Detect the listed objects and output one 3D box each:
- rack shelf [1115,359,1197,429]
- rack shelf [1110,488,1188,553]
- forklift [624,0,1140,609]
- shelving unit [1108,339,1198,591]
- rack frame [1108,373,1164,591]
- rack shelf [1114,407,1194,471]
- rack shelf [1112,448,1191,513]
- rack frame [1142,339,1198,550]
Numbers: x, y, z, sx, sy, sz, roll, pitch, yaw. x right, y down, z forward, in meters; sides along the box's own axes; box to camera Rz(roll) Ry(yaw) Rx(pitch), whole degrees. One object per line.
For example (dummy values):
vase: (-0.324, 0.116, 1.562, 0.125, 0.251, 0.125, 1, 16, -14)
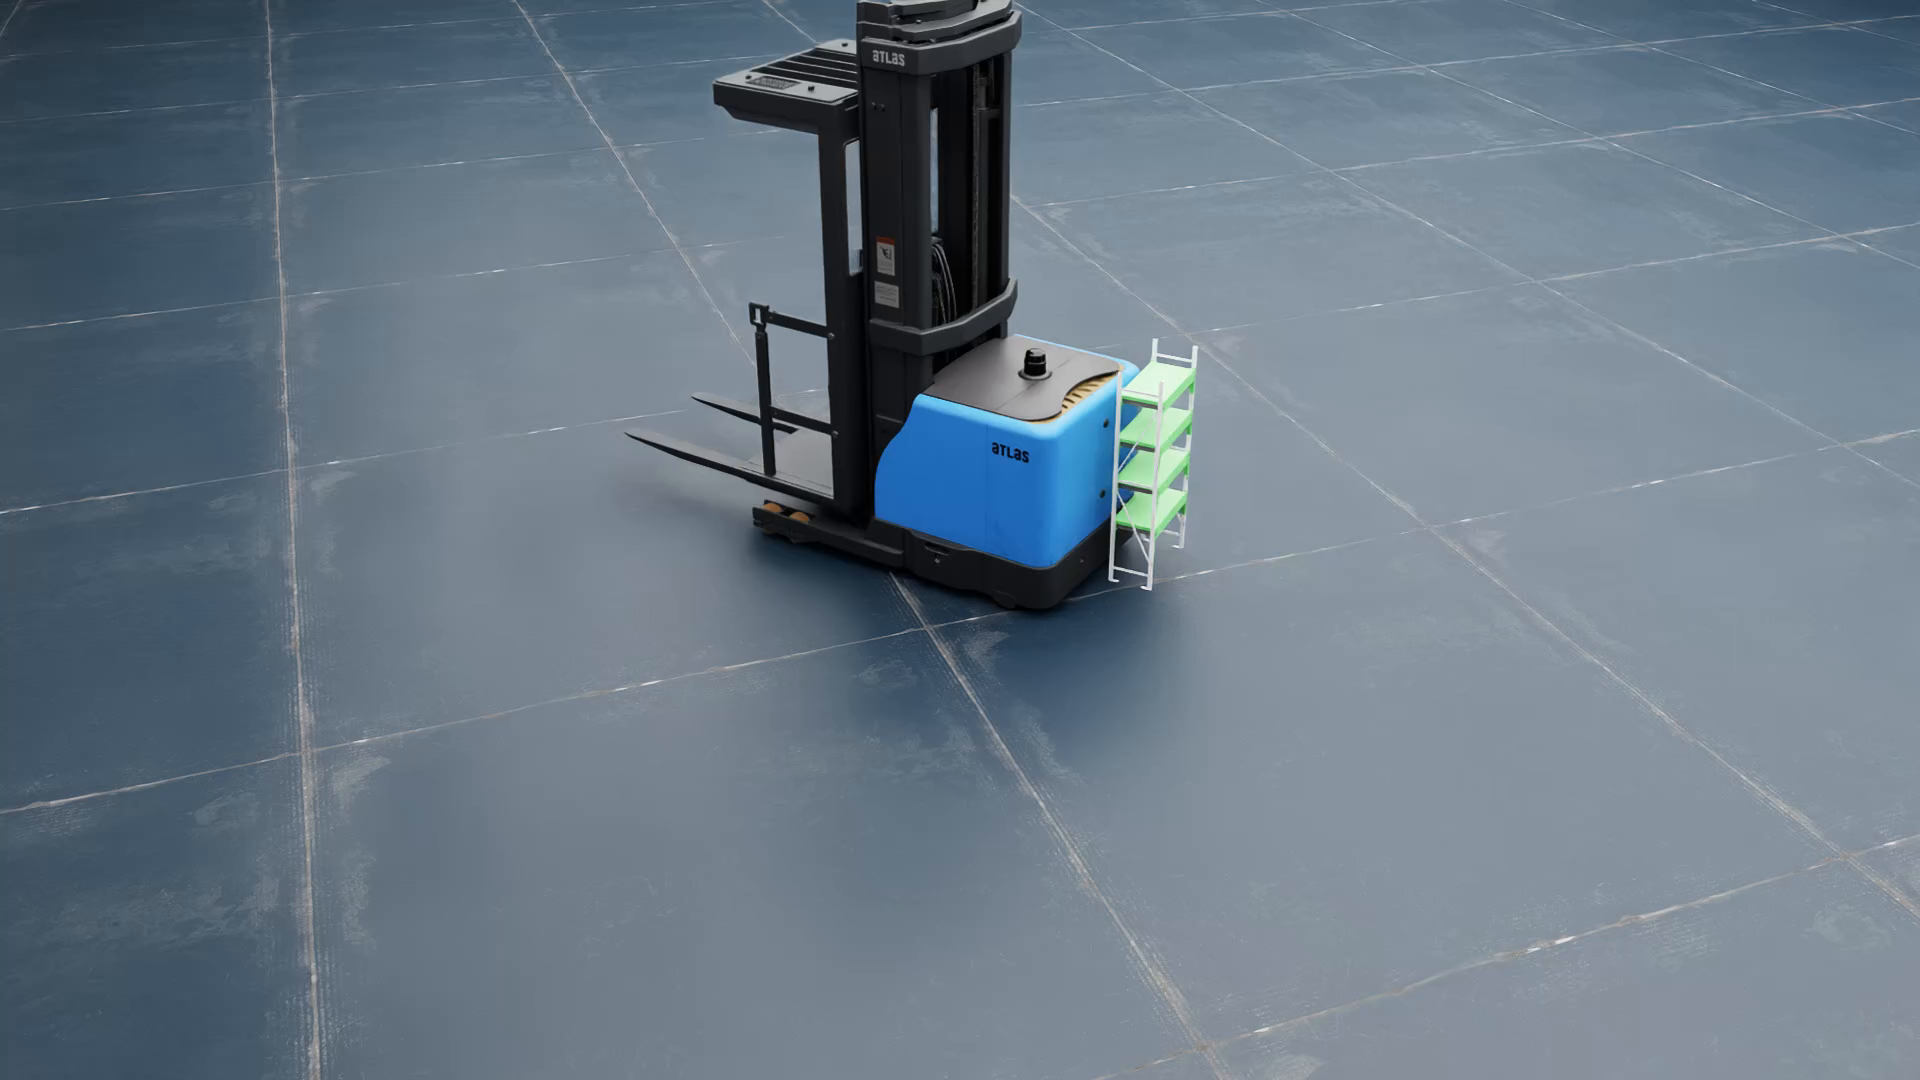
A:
rack shelf: (1.006, -0.753, 8.517, 0.258, 0.148, 0.480, 14, 32, 23)
rack shelf: (1.010, -0.126, 8.872, 0.258, 0.148, 0.480, 14, 32, 23)
forklift: (-0.555, -1.460, 8.851, 3.031, 2.935, 1.130, 18, 34, 28)
shelving unit: (1.008, -0.391, 8.722, 0.258, 1.200, 0.503, 14, 32, 23)
rack frame: (0.899, -0.283, 8.532, 0.240, 1.200, 0.015, 14, 32, 23)
rack shelf: (1.007, -0.544, 8.635, 0.258, 0.148, 0.480, 14, 32, 23)
rack shelf: (1.009, -0.335, 8.753, 0.258, 0.148, 0.480, 14, 32, 23)
rack frame: (1.118, -0.498, 8.911, 0.240, 1.200, 0.015, 14, 32, 23)
